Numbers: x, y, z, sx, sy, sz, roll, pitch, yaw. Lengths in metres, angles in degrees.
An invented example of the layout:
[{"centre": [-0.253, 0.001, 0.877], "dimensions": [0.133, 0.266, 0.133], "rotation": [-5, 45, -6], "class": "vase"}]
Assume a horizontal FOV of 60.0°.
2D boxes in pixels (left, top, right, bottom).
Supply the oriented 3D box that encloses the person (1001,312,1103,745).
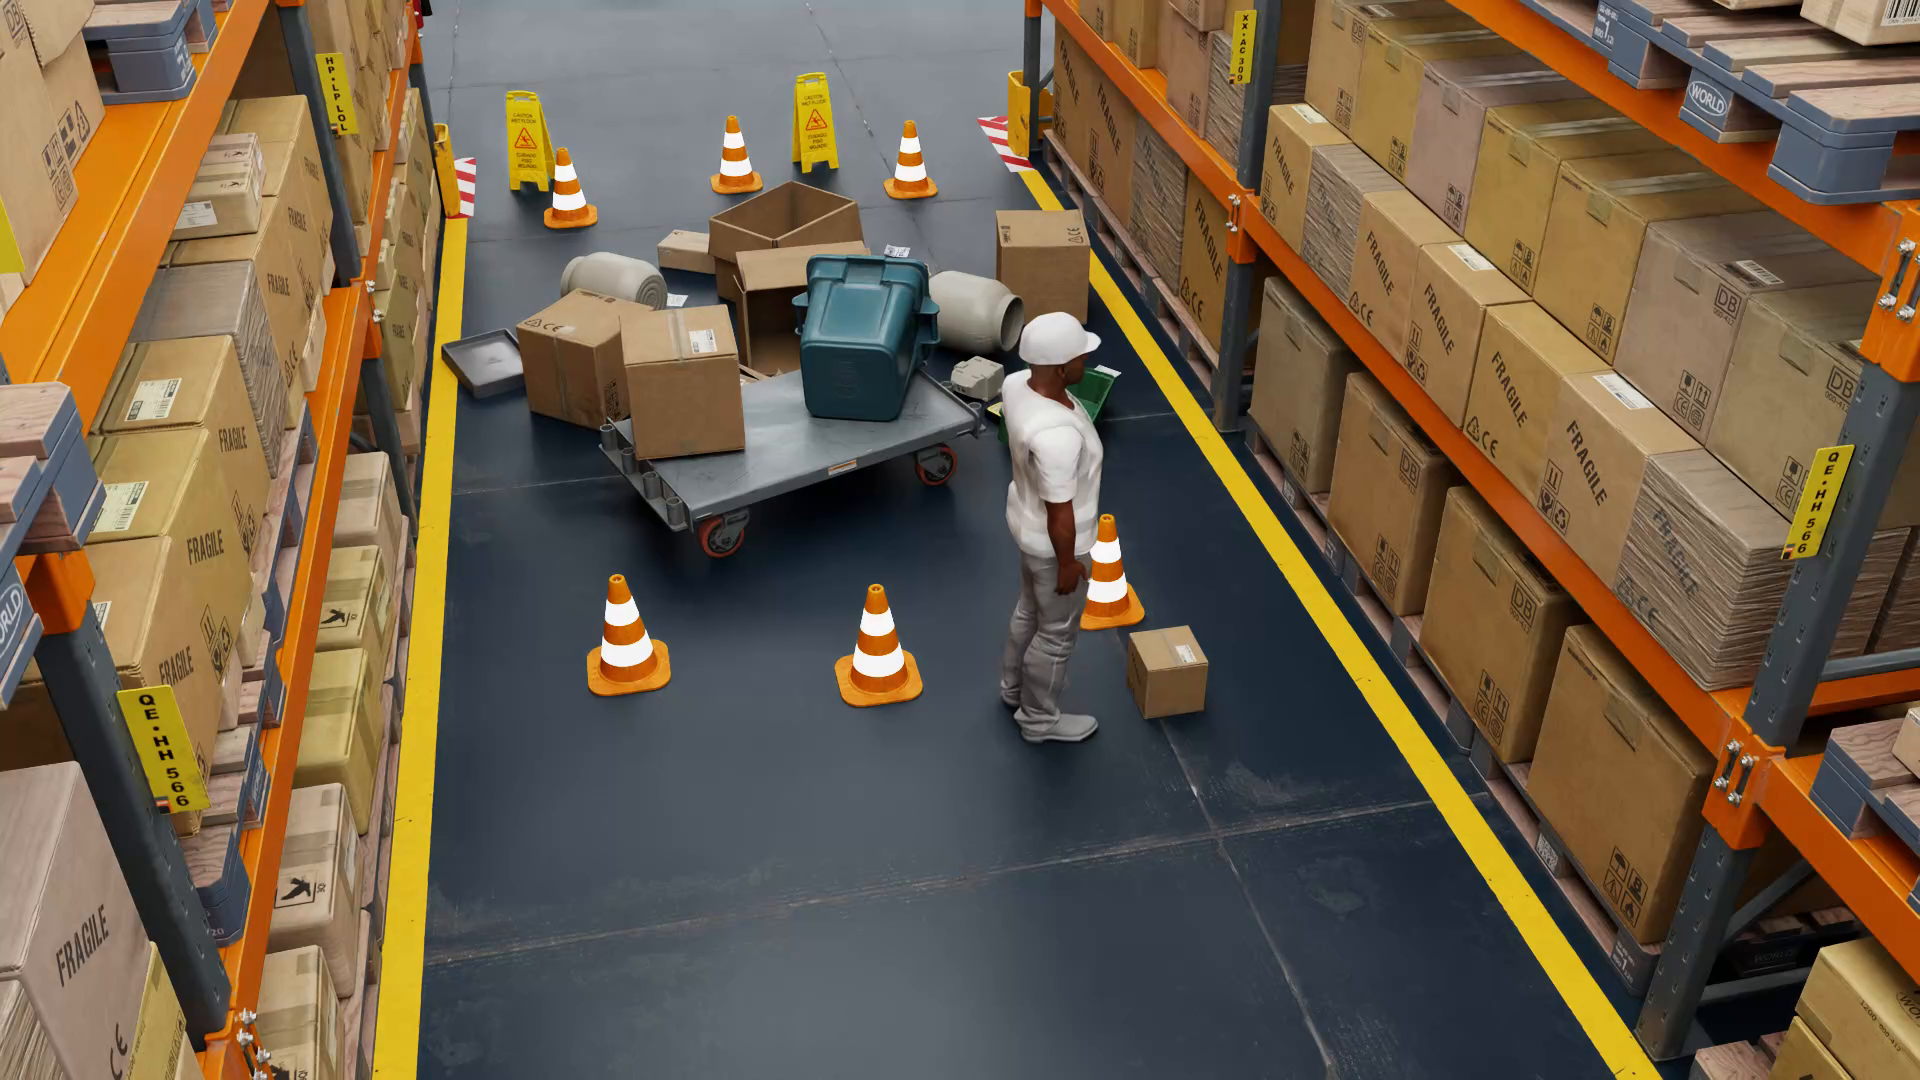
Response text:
[{"centre": [0.341, -0.035, 6.188], "dimensions": [0.354, 1.777, 0.563], "rotation": [-6, 35, -9], "class": "person"}]
